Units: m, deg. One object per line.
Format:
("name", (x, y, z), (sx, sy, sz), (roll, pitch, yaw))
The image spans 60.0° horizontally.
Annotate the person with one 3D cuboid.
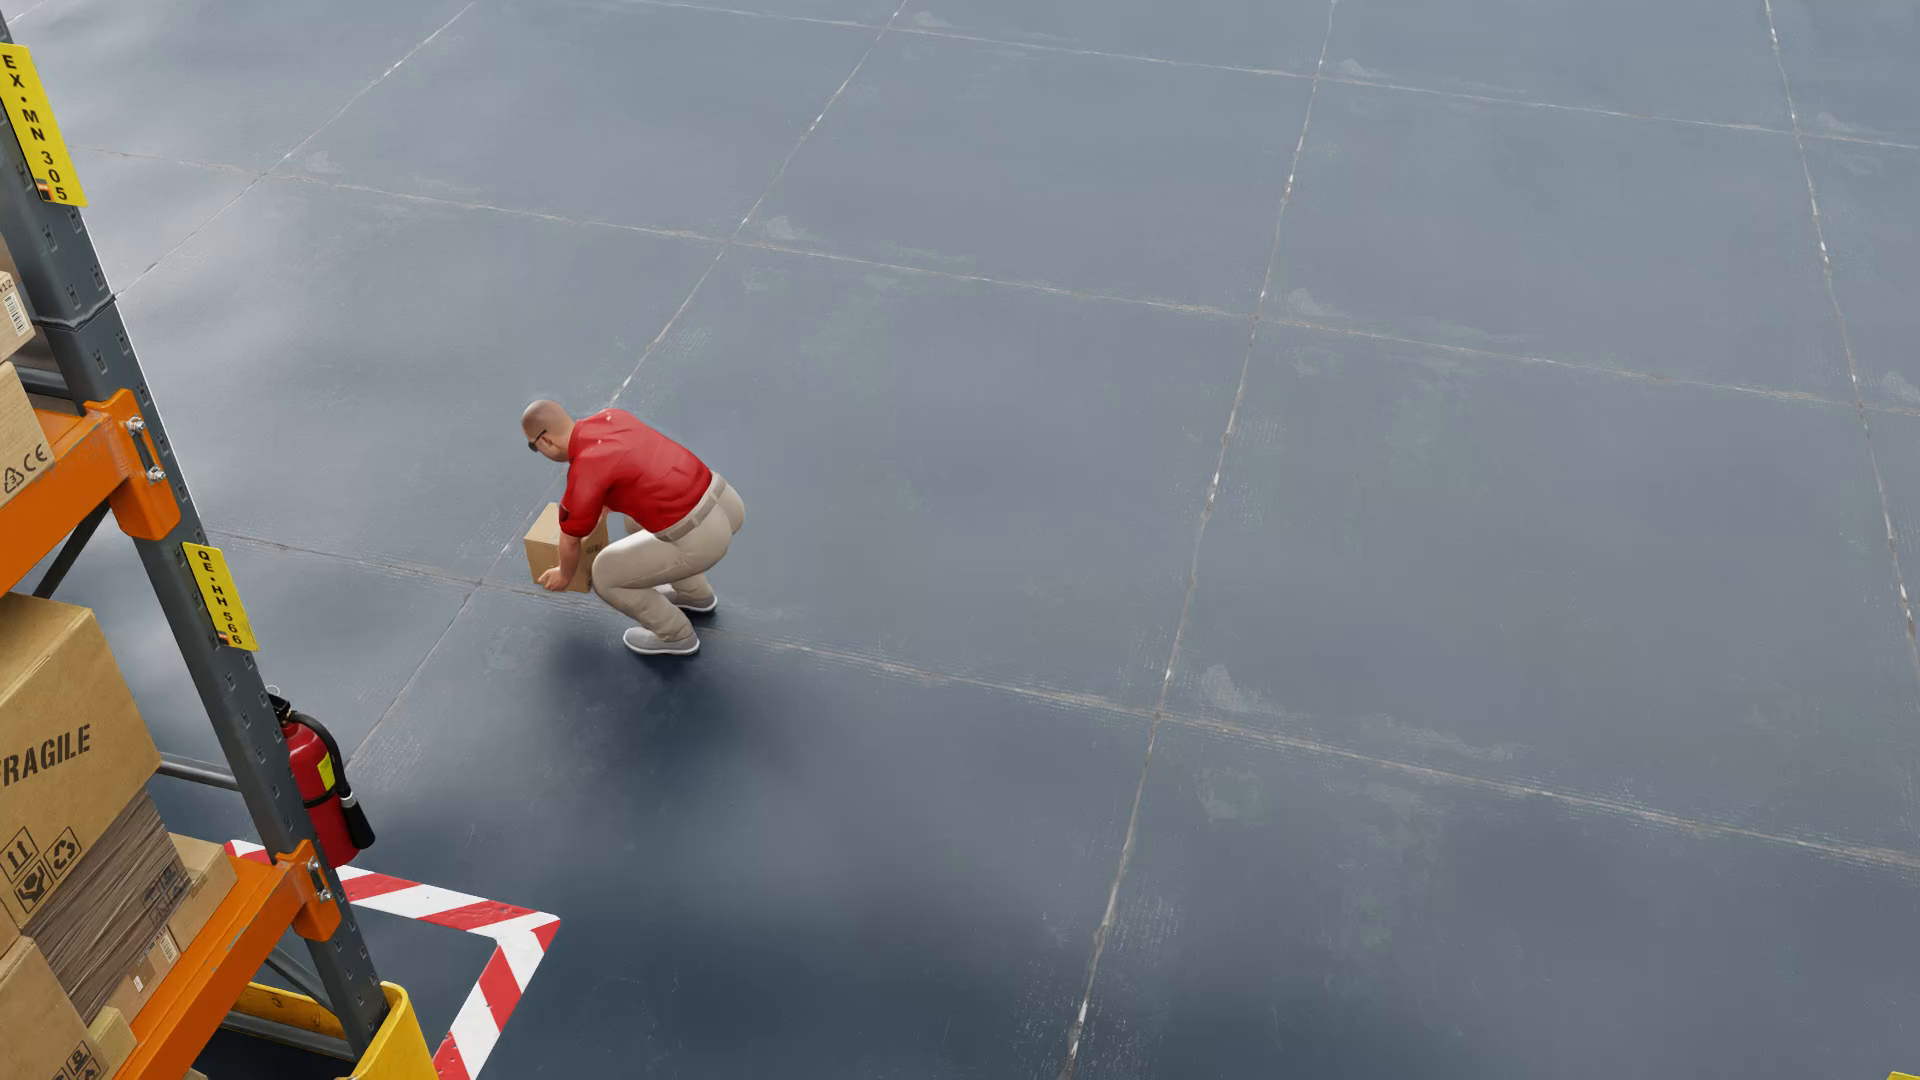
("person", (-1.297, -0.058, 6.700), (0.818, 1.130, 0.571), (10, 42, 11))
